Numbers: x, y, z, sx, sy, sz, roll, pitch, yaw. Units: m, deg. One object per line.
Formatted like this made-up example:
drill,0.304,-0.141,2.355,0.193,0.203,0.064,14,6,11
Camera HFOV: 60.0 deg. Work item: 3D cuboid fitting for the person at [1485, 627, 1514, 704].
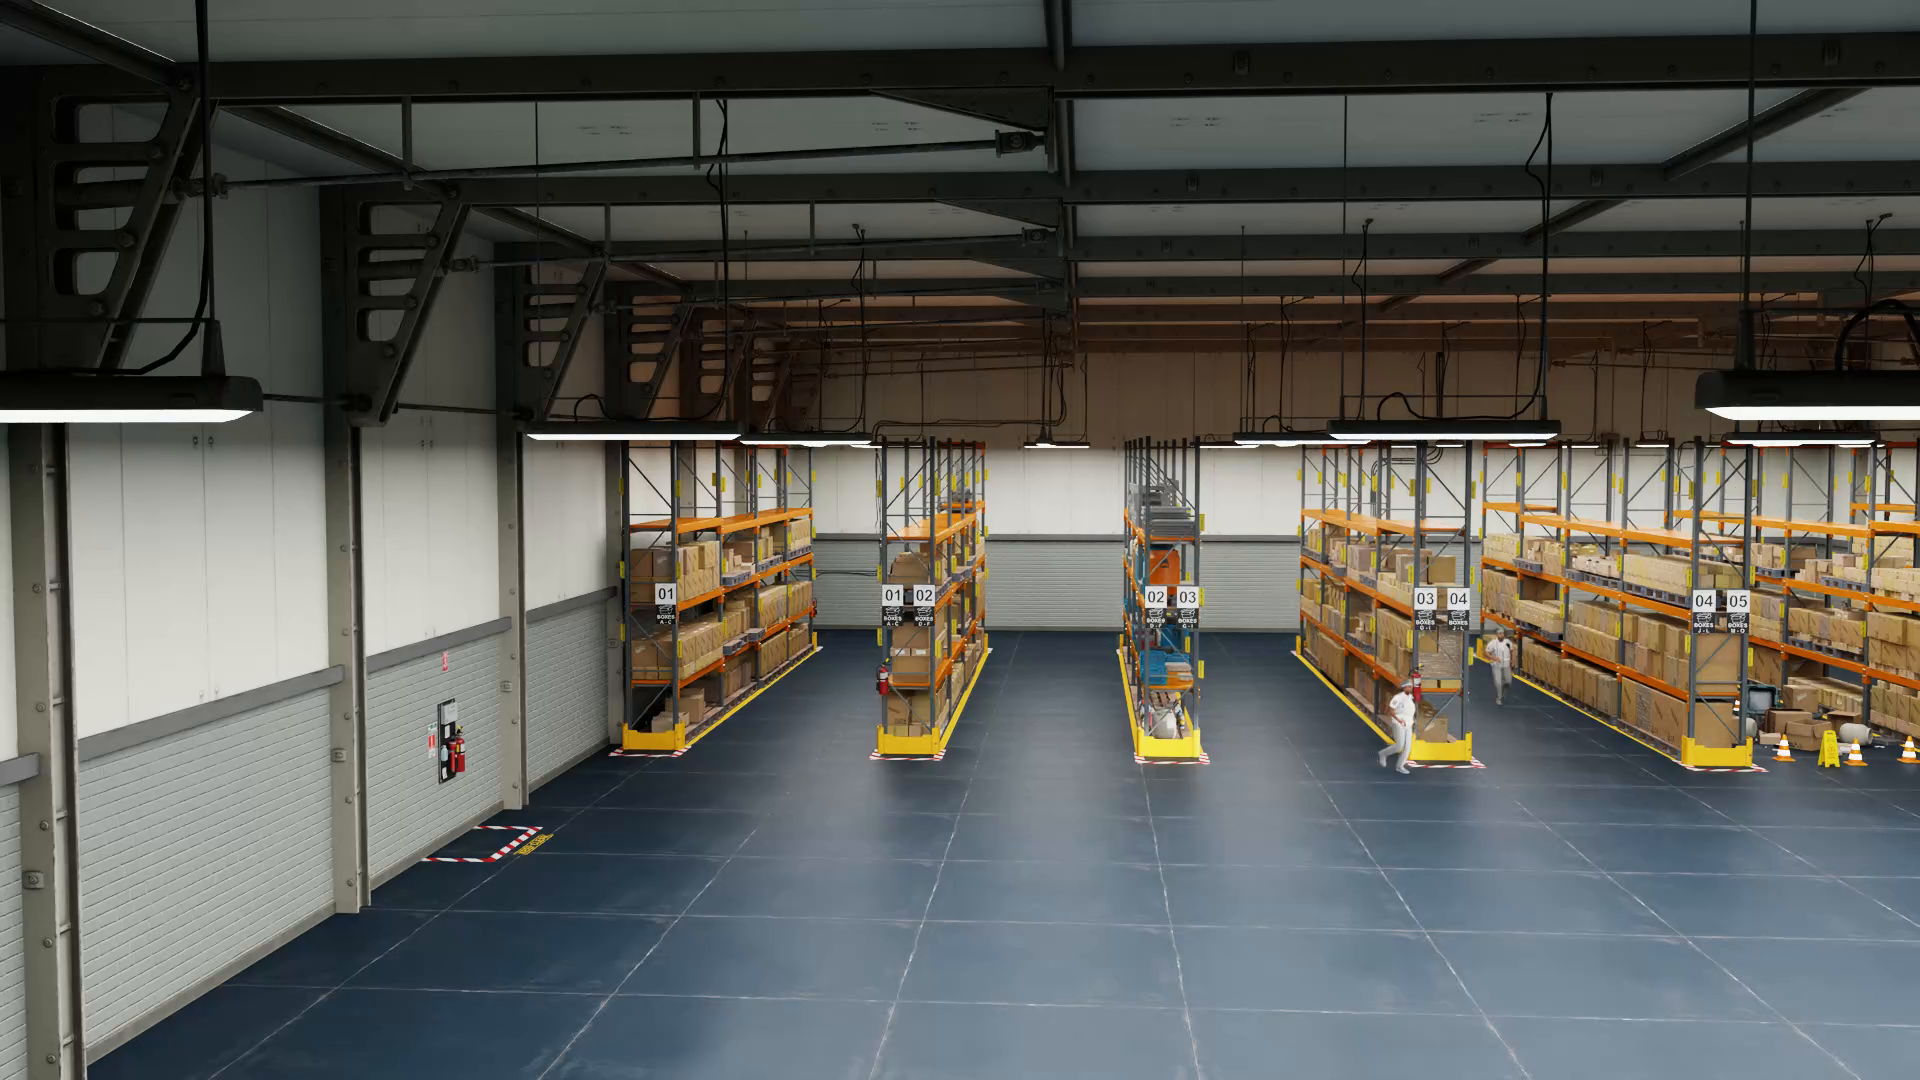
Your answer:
person,12.250,2.839,37.656,0.705,1.753,0.612,0,3,0

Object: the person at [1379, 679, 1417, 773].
person,7.921,3.310,29.849,0.623,1.666,0.608,-2,4,-34
